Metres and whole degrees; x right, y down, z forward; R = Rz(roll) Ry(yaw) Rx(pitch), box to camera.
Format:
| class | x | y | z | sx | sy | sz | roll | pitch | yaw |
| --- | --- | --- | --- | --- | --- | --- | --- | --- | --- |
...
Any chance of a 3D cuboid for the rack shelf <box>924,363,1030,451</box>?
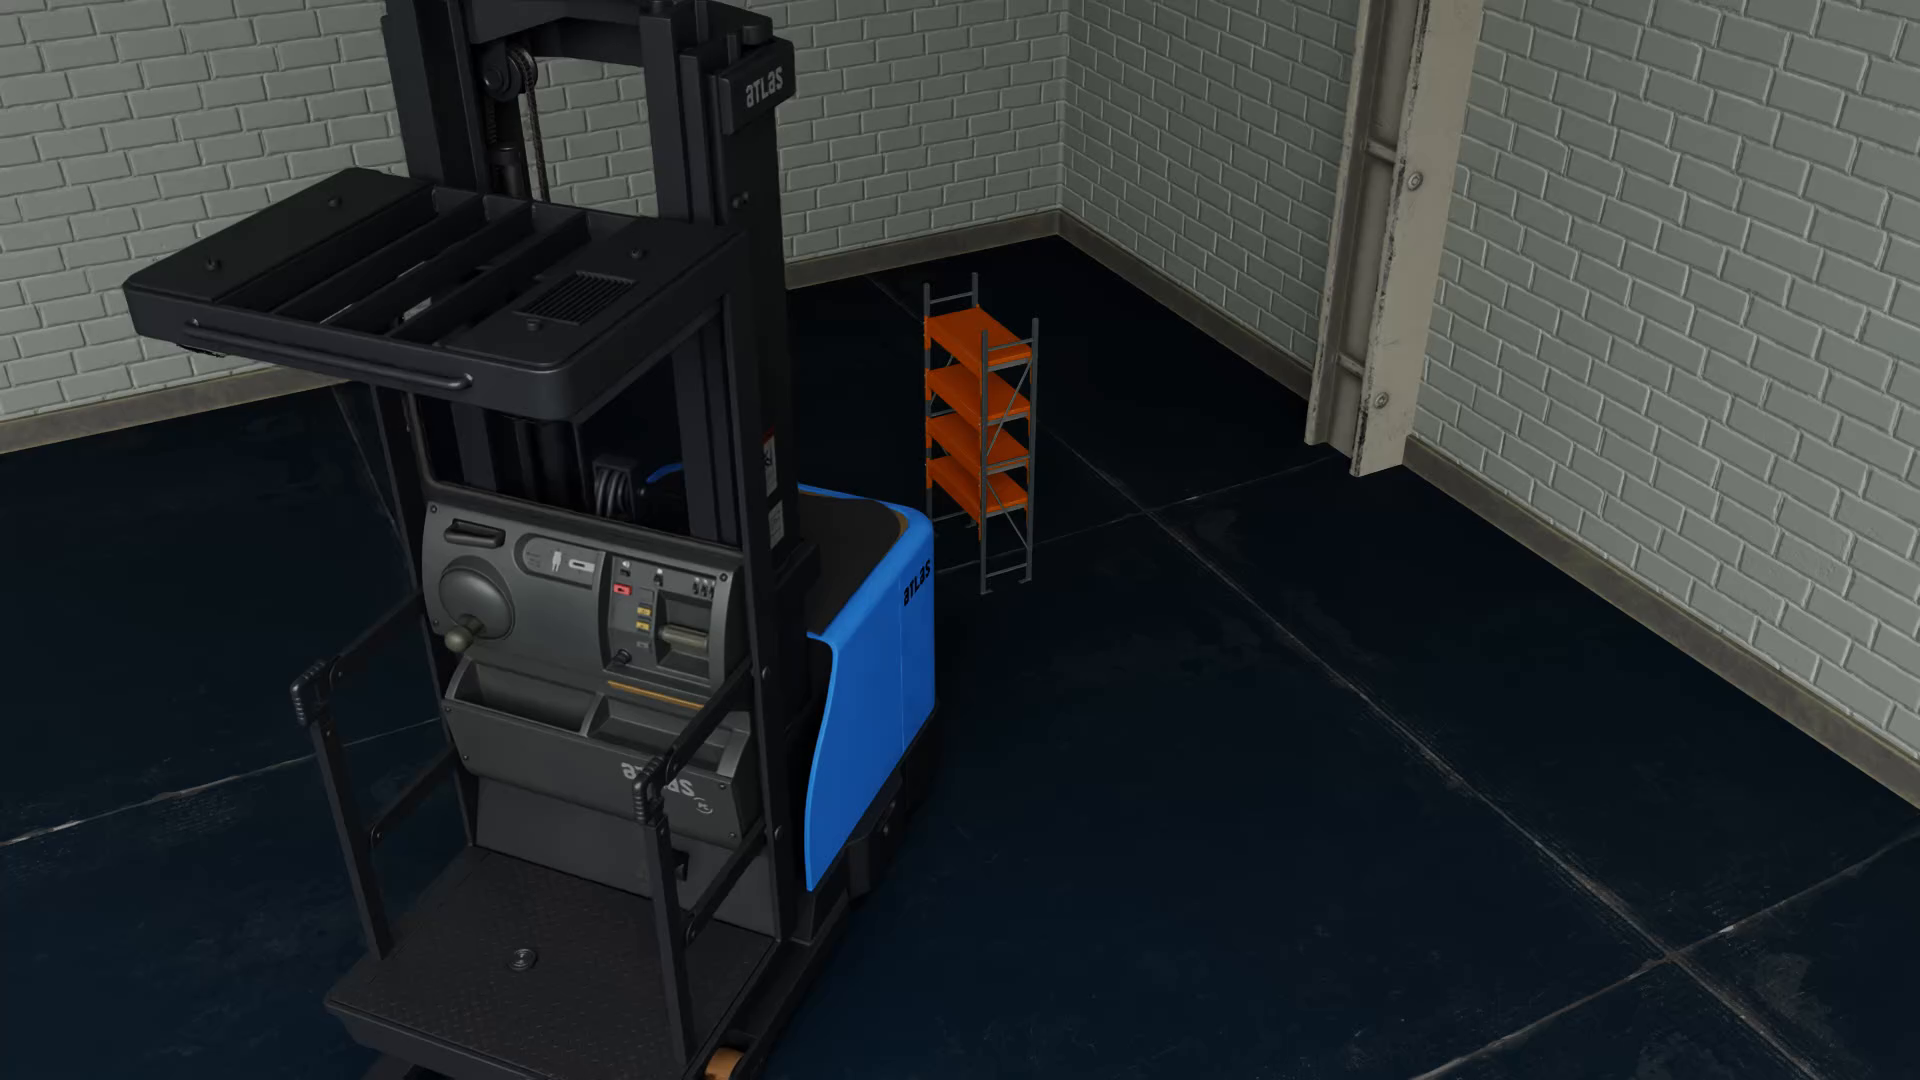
| class | x | y | z | sx | sy | sz | roll | pitch | yaw |
| --- | --- | --- | --- | --- | --- | --- | --- | --- | --- |
| rack shelf | 0.077 | -0.558 | 6.719 | 0.258 | 0.148 | 0.480 | -16 | 36 | -23 |

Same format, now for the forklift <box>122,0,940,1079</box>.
| class | x | y | z | sx | sy | sz | roll | pitch | yaw |
| --- | --- | --- | --- | --- | --- | --- | --- | --- | --- |
| forklift | -1.091 | 0.214 | 4.199 | 1.130 | 2.935 | 3.031 | 12 | 35 | 18 |

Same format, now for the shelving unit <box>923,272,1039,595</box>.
| class | x | y | z | sx | sy | sz | roll | pitch | yaw |
| --- | --- | --- | --- | --- | --- | --- | --- | --- | --- |
| shelving unit | 0.077 | -0.426 | 6.803 | 0.258 | 1.200 | 0.503 | -16 | 36 | -23 |

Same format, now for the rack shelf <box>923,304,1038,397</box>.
| class | x | y | z | sx | sy | sz | roll | pitch | yaw |
| --- | --- | --- | --- | --- | --- | --- | --- | --- | --- |
| rack shelf | 0.077 | -0.757 | 6.591 | 0.258 | 0.148 | 0.480 | -16 | 36 | -23 |

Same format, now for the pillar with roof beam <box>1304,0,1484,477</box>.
| class | x | y | z | sx | sy | sz | roll | pitch | yaw |
| --- | --- | --- | --- | --- | --- | --- | --- | --- | --- |
| pillar with roof beam | -1.930 | -3.129 | 3.793 | 9.100 | 9.000 | 0.400 | -16 | 36 | -23 |

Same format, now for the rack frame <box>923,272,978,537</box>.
| class | x | y | z | sx | sy | sz | roll | pitch | yaw |
| --- | --- | --- | --- | --- | --- | --- | --- | --- | --- |
| rack frame | -0.037 | -0.543 | 6.985 | 0.240 | 1.200 | 0.015 | -16 | 36 | -23 |

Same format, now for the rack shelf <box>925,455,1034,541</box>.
| class | x | y | z | sx | sy | sz | roll | pitch | yaw |
| --- | --- | --- | --- | --- | --- | --- | --- | --- | --- |
| rack shelf | 0.077 | -0.202 | 6.946 | 0.258 | 0.148 | 0.480 | -16 | 36 | -23 |

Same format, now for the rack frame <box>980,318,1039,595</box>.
| class | x | y | z | sx | sy | sz | roll | pitch | yaw |
| --- | --- | --- | --- | --- | --- | --- | --- | --- | --- |
| rack frame | 0.191 | -0.310 | 6.621 | 0.240 | 1.200 | 0.015 | -16 | 36 | -23 |

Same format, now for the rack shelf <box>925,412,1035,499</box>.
| class | x | y | z | sx | sy | sz | roll | pitch | yaw |
| --- | --- | --- | --- | --- | --- | --- | --- | --- | --- |
| rack shelf | 0.077 | -0.370 | 6.839 | 0.258 | 0.148 | 0.480 | -16 | 36 | -23 |
